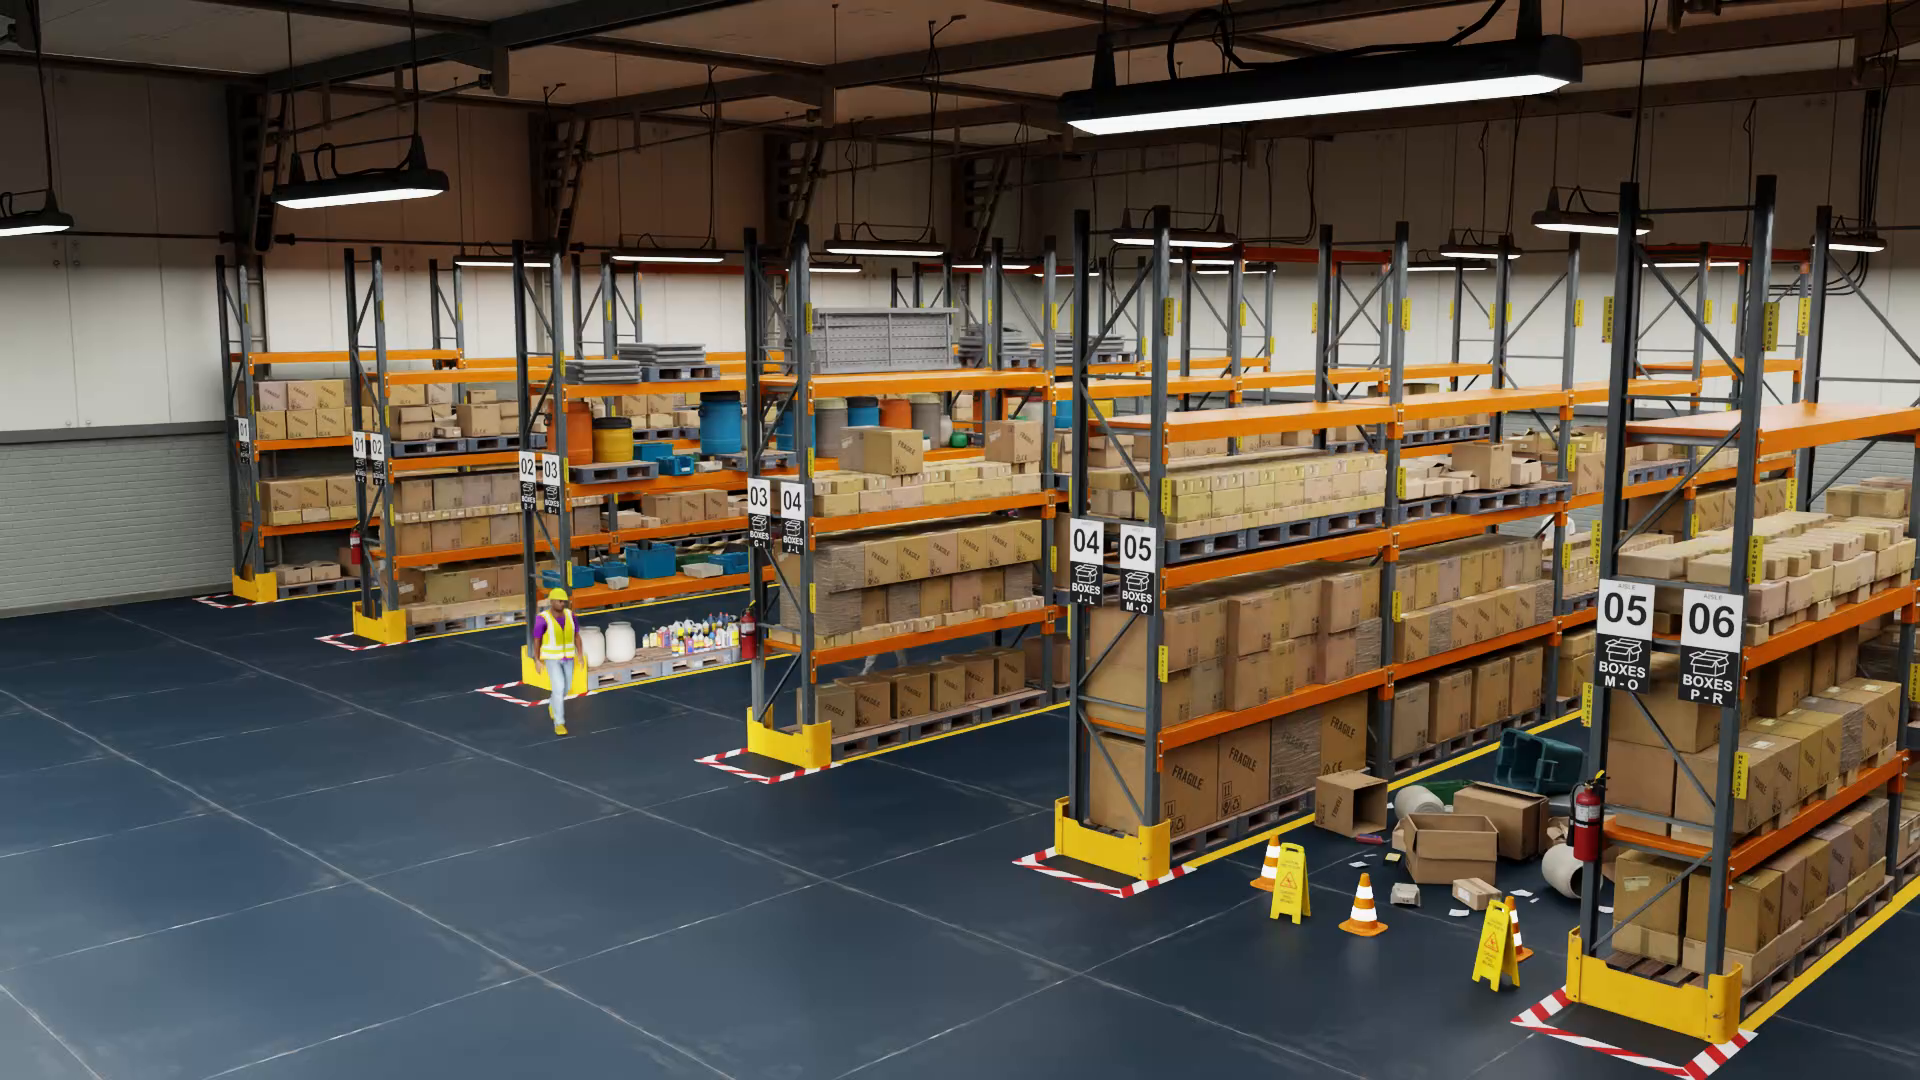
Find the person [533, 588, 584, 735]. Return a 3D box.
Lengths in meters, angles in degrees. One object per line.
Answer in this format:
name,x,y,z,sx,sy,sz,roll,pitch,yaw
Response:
person,-4.919,1.437,20.381,0.925,1.728,0.578,7,11,42

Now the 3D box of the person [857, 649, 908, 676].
person,-1.104,1.083,23.099,0.822,1.658,0.518,-7,11,-40

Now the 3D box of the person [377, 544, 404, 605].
person,-9.899,0.265,28.993,0.503,1.699,0.638,0,8,0

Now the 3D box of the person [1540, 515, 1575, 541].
person,10.531,0.160,29.350,0.591,1.748,0.850,2,8,15
